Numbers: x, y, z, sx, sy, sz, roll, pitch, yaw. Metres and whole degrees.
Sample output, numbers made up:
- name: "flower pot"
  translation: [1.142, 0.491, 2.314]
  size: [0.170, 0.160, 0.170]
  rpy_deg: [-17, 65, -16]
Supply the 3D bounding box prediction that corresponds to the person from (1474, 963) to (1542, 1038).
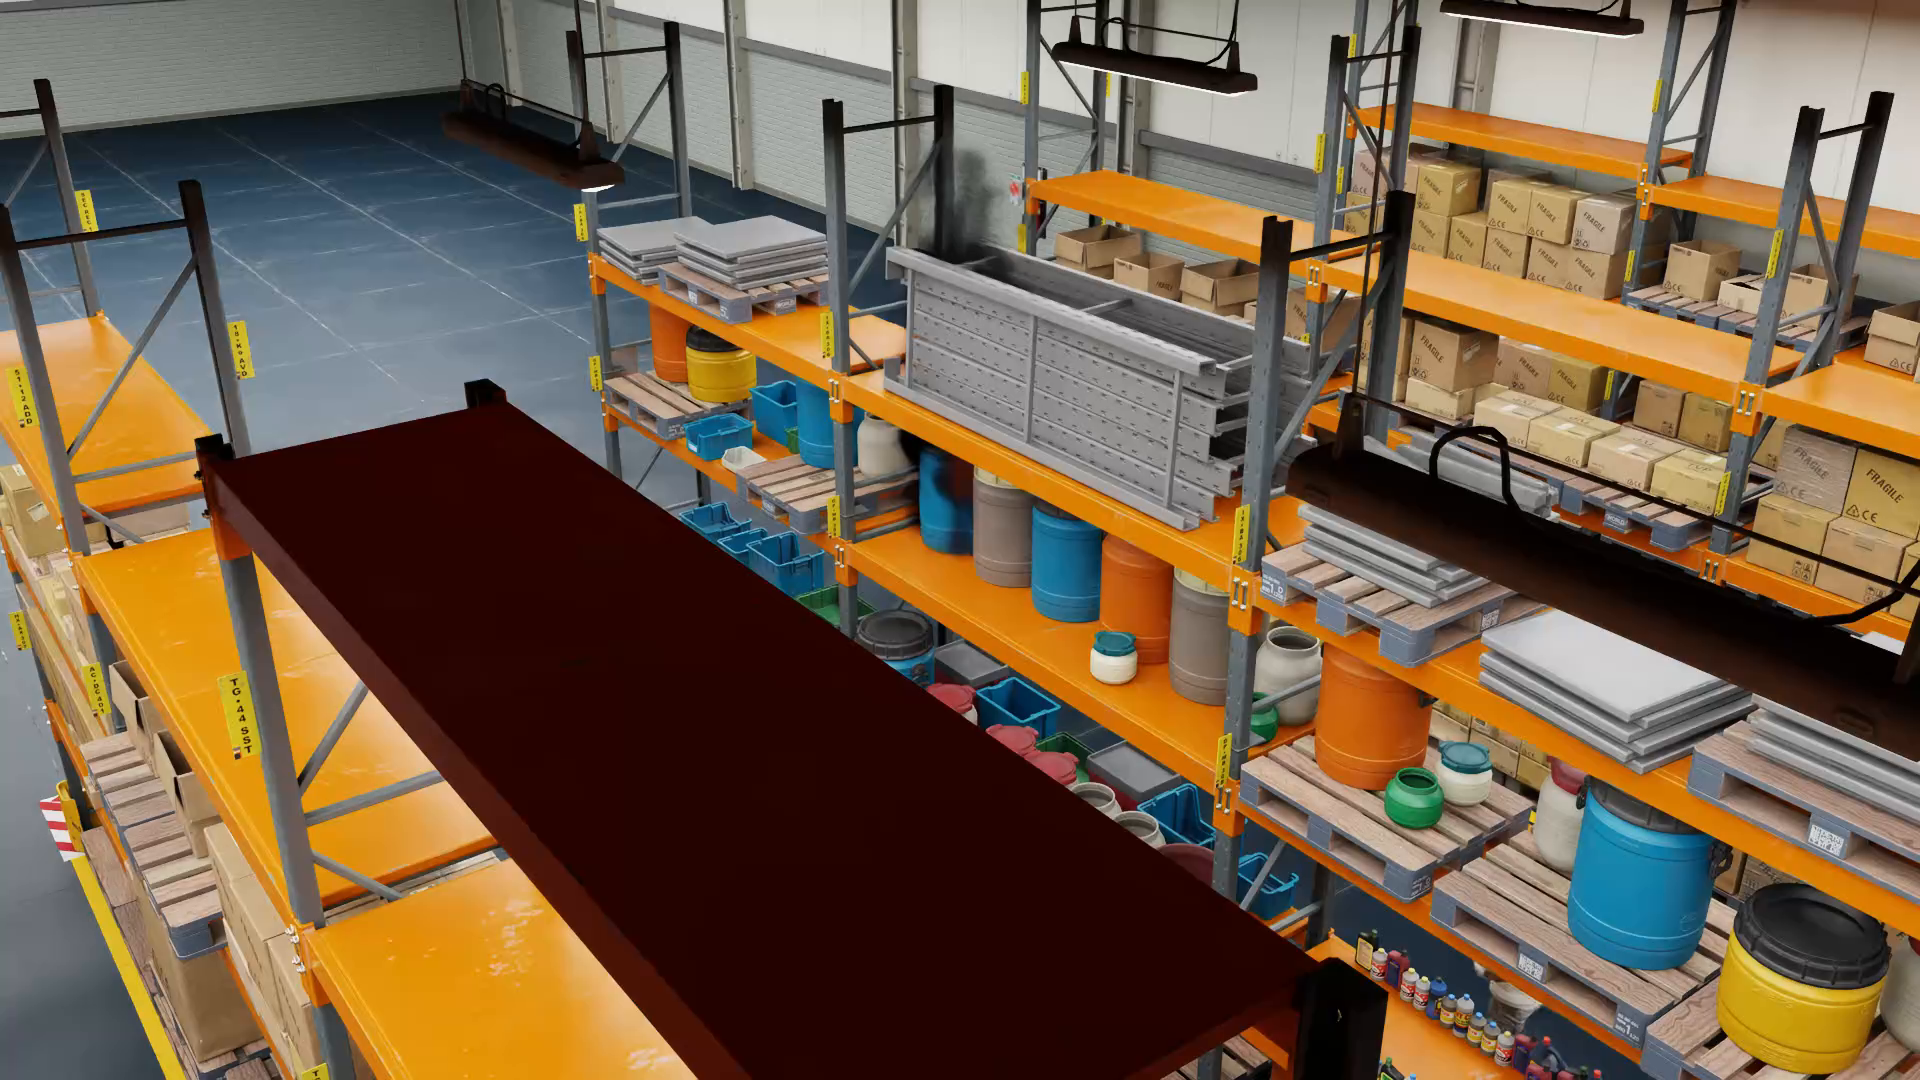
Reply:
- name: "person"
  translation: [3.632, 2.921, 10.574]
  size: [0.676, 1.793, 0.813]
  rpy_deg: [-17, 30, -32]
